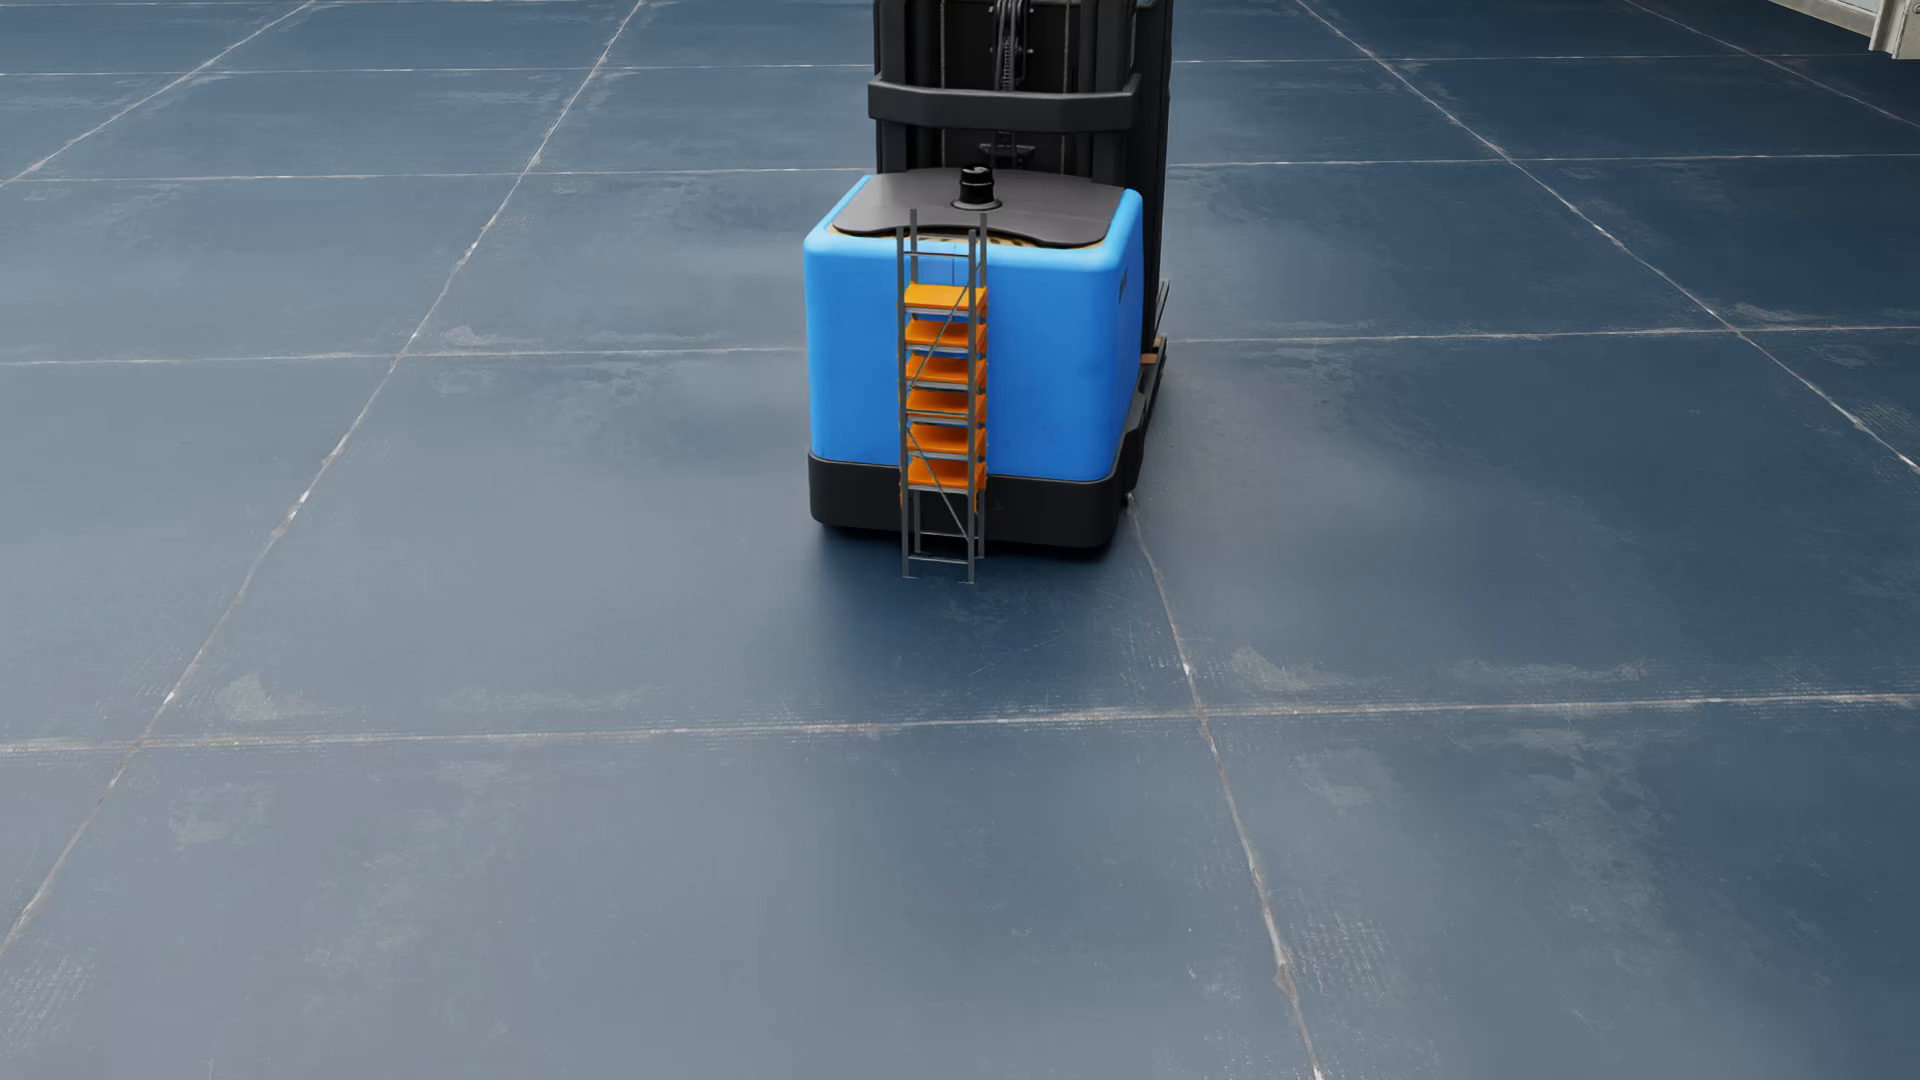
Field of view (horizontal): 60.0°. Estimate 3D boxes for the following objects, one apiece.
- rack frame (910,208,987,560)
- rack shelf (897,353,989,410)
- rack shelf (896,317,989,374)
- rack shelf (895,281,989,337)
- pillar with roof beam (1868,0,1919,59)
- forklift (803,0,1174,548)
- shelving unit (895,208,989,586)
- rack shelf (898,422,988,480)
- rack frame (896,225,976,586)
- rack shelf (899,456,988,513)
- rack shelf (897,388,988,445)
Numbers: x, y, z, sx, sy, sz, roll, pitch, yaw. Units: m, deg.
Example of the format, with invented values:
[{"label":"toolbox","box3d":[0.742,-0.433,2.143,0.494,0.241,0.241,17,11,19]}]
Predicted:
[{"label":"rack frame","box3d":[-0.035,-0.477,5.367,0.240,1.200,0.006,5,28,10]},{"label":"rack shelf","box3d":[-0.053,-0.502,5.252,0.258,0.103,0.180,5,28,10]},{"label":"rack shelf","box3d":[-0.053,-0.609,5.197,0.258,0.103,0.180,5,28,10]},{"label":"rack shelf","box3d":[-0.053,-0.715,5.141,0.258,0.103,0.180,5,28,10]},{"label":"pillar with roof beam","box3d":[3.102,-7.712,10.805,9.100,9.000,0.400,-1,28,-3]},{"label":"forklift","box3d":[0.273,-1.933,6.287,1.130,2.935,3.031,5,28,10]},{"label":"shelving unit","box3d":[-0.053,-0.435,5.287,0.258,1.200,0.189,5,28,10]},{"label":"rack shelf","box3d":[-0.053,-0.290,5.363,0.258,0.103,0.180,5,28,10]},{"label":"rack frame","box3d":[-0.071,-0.394,5.208,0.240,1.200,0.006,5,28,10]},{"label":"rack shelf","box3d":[-0.053,-0.183,5.419,0.258,0.103,0.180,5,28,10]},{"label":"rack shelf","box3d":[-0.053,-0.396,5.308,0.258,0.103,0.180,5,28,10]}]
